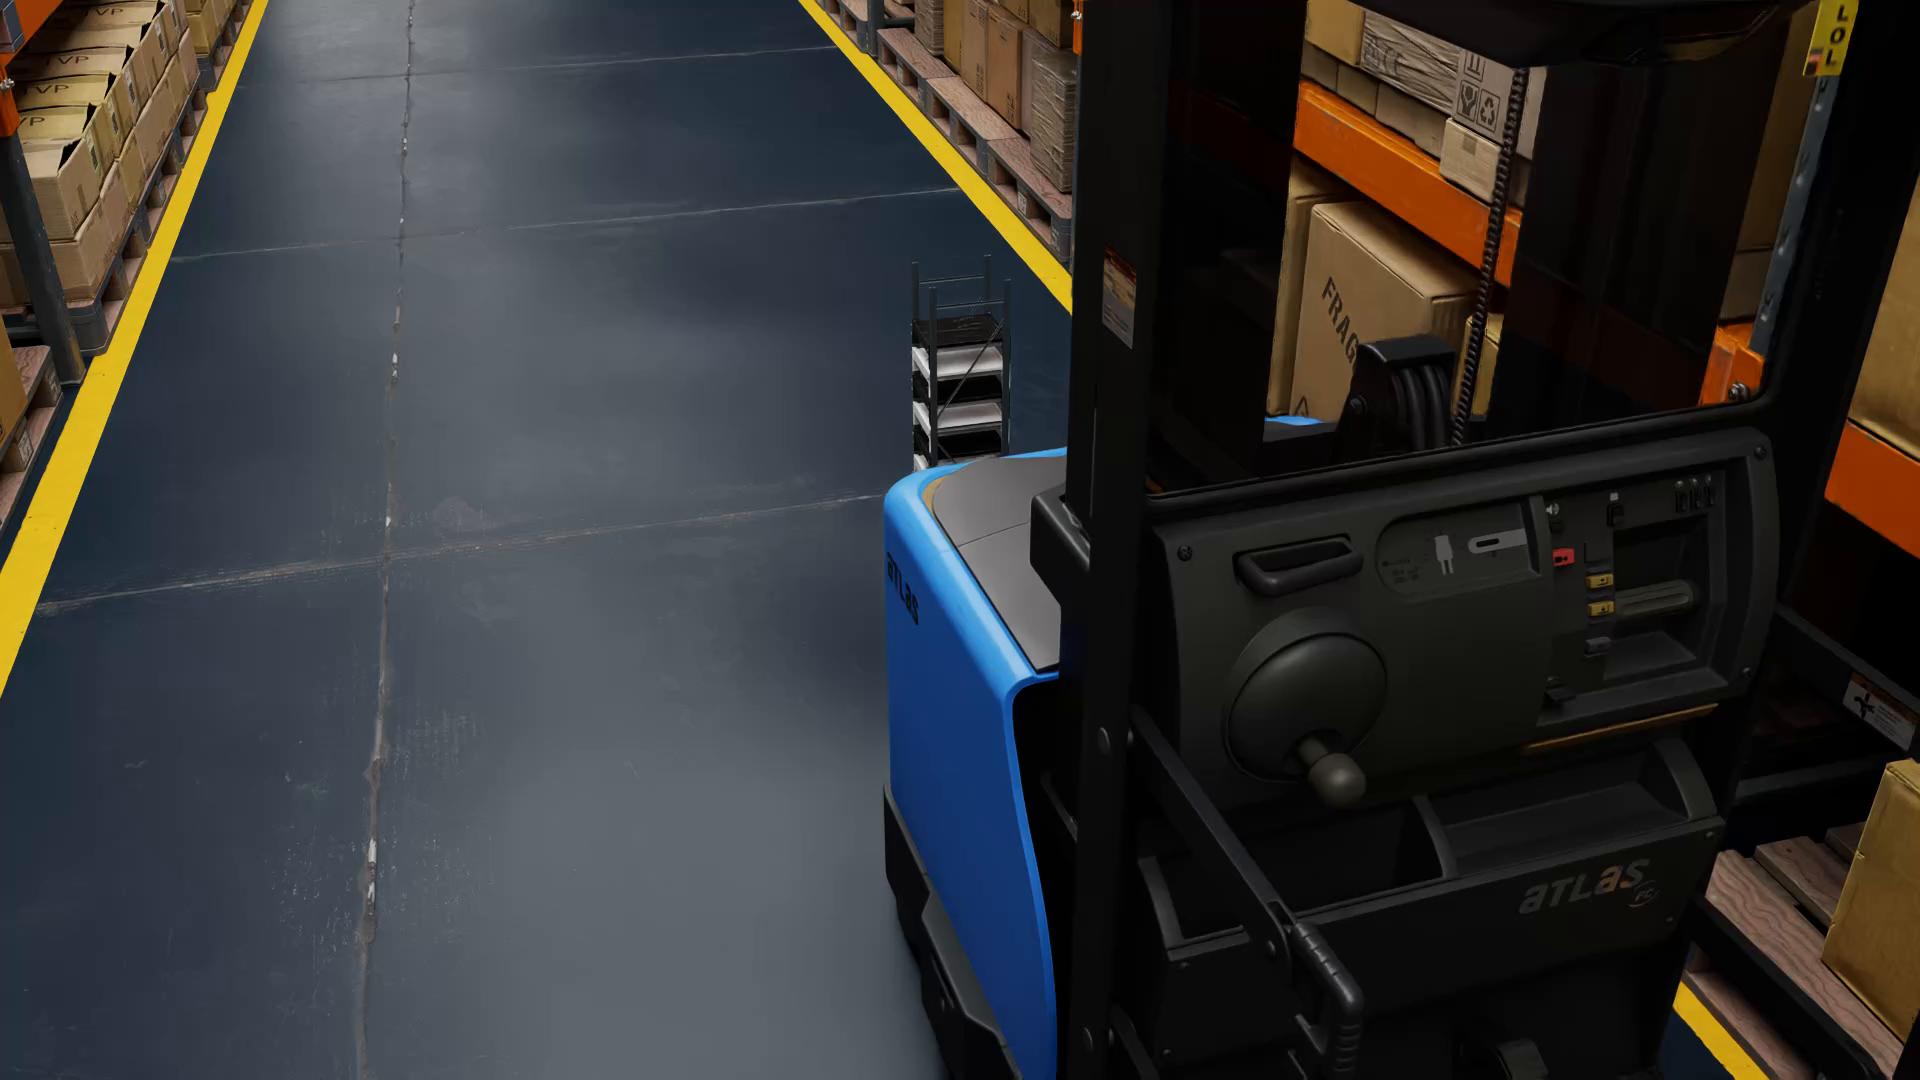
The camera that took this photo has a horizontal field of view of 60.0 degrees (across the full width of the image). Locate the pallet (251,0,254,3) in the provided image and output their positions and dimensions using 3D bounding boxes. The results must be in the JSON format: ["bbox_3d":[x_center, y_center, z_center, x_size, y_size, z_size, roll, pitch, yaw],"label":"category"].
[{"bbox_3d":[-5.680,-4.133,12.180,1.003,0.211,1.213,-8,31,-13],"label":"pallet"}]

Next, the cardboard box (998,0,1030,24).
[{"bbox_3d":[0.501,-2.805,8.410,0.500,0.250,0.500,-8,31,-14],"label":"cardboard box"}]

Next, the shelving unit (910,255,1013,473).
[{"bbox_3d":[0.002,-0.386,5.018,0.258,0.900,0.210,-8,31,-13],"label":"shelving unit"}]

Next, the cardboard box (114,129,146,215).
[{"bbox_3d":[-3.934,-1.616,7.374,0.500,0.250,0.500,-9,31,-15],"label":"cardboard box"}]

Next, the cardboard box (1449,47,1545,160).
[{"bbox_3d":[1.526,-1.183,3.883,0.500,0.500,0.500,-8,31,-13],"label":"cardboard box"}]

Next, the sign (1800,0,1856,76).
[{"bbox_3d":[1.516,-0.958,2.834,0.100,0.325,0.005,-8,31,-13],"label":"sign"}]

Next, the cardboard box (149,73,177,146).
[{"bbox_3d":[-4.203,-2.110,8.227,0.500,0.250,0.500,-7,31,-12],"label":"cardboard box"}]

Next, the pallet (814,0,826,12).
[{"bbox_3d":[-0.626,-4.135,12.184,1.003,0.211,1.213,-8,31,-13],"label":"pallet"}]

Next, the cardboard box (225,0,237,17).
[{"bbox_3d":[-4.948,-3.512,10.649,0.500,0.250,0.500,-8,31,-13],"label":"cardboard box"}]

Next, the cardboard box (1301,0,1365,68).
[{"bbox_3d":[1.264,-1.668,4.720,0.500,0.500,0.500,-7,31,-12],"label":"cardboard box"}]

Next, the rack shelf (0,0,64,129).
[{"bbox_3d":[-4.331,-2.494,7.283,1.077,0.370,4.000,-8,31,-13],"label":"rack shelf"}]

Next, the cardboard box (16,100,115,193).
[{"bbox_3d":[-3.803,-1.619,6.818,0.500,0.311,0.500,-9,31,-15],"label":"cardboard box"}]

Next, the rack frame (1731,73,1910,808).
[{"bbox_3d":[2.037,-0.568,3.237,1.000,3.000,0.127,-8,31,-13],"label":"rack frame"}]

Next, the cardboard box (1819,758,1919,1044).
[{"bbox_3d":[2.136,0.707,3.111,0.700,0.500,0.500,-7,31,-13],"label":"cardboard box"}]

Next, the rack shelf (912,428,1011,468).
[{"bbox_3d":[0.002,-0.279,5.080,0.258,0.077,0.200,-8,31,-13],"label":"rack shelf"}]

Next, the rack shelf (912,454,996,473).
[{"bbox_3d":[0.002,-0.201,5.125,0.258,0.077,0.200,-8,31,-13],"label":"rack shelf"}]

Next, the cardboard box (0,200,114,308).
[{"bbox_3d":[-3.656,-1.123,6.522,0.500,0.250,0.500,-8,31,-13],"label":"cardboard box"}]

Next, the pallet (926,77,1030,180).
[{"bbox_3d":[0.449,-2.259,8.942,1.003,0.211,1.213,-8,31,-13],"label":"pallet"}]

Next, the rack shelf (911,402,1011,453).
[{"bbox_3d":[0.002,-0.357,5.034,0.258,0.077,0.200,-8,31,-13],"label":"rack shelf"}]

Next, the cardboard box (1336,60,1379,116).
[{"bbox_3d":[1.320,-1.343,4.807,0.380,0.149,0.250,-7,31,-12],"label":"cardboard box"}]

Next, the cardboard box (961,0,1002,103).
[{"bbox_3d":[0.407,-2.693,8.964,0.700,0.500,0.500,-8,31,-13],"label":"cardboard box"}]

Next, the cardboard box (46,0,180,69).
[{"bbox_3d":[-4.334,-2.598,8.510,0.500,0.311,0.500,-7,31,-12],"label":"cardboard box"}]

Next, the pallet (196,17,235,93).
[{"bbox_3d":[-5.032,-2.954,10.143,1.003,0.211,1.213,-8,31,-13],"label":"pallet"}]

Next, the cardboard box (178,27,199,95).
[{"bbox_3d":[-4.472,-2.602,9.076,0.500,0.250,0.500,-8,31,-14],"label":"cardboard box"}]

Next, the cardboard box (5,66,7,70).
[{"bbox_3d":[-4.583,-2.031,7.530,0.500,0.311,0.500,-7,31,-12],"label":"cardboard box"}]

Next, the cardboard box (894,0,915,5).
[{"bbox_3d":[-0.258,-3.651,10.952,0.380,0.166,0.250,-12,32,-20],"label":"cardboard box"}]

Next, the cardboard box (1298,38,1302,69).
[{"bbox_3d":[1.207,-1.593,5.238,0.380,0.149,0.250,-7,31,-13],"label":"cardboard box"}]

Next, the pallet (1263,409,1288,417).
[{"bbox_3d":[1.432,-0.314,5.582,1.003,0.211,1.213,-8,31,-13],"label":"pallet"}]

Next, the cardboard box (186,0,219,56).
[{"bbox_3d":[-4.693,-3.028,9.812,0.500,0.250,0.500,-8,31,-13],"label":"cardboard box"}]

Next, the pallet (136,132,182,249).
[{"bbox_3d":[-4.301,-1.624,7.845,1.003,0.211,1.213,-8,31,-13],"label":"pallet"}]

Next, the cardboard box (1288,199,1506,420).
[{"bbox_3d":[1.500,-0.545,4.924,0.750,0.750,0.750,-7,31,-12],"label":"cardboard box"}]

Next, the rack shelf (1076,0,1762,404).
[{"bbox_3d":[1.506,-1.223,5.086,1.077,0.370,4.000,-8,31,-13],"label":"rack shelf"}]

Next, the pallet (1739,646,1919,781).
[{"bbox_3d":[1.759,0.276,4.562,1.003,0.211,1.213,-8,31,-13],"label":"pallet"}]

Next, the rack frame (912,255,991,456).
[{"bbox_3d":[-0.025,-0.435,5.103,0.240,0.900,0.006,-8,31,-13],"label":"rack frame"}]

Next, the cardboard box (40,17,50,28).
[{"bbox_3d":[-4.864,-2.531,8.394,0.500,0.311,0.500,-8,31,-14],"label":"cardboard box"}]

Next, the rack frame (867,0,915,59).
[{"bbox_3d":[-0.087,-4.432,9.913,1.000,3.000,0.127,-8,31,-13],"label":"rack frame"}]

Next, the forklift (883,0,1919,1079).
[{"bbox_3d":[0.776,0.150,2.065,1.130,2.935,3.031,-9,31,-16],"label":"forklift"}]

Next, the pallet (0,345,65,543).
[{"bbox_3d":[-3.638,-0.267,5.501,1.003,0.211,1.213,-8,31,-13],"label":"pallet"}]

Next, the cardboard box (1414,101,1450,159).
[{"bbox_3d":[1.431,-1.090,4.370,0.380,0.149,0.250,-8,31,-13],"label":"cardboard box"}]

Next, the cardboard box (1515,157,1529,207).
[{"bbox_3d":[1.559,-0.844,3.944,0.380,0.149,0.250,-7,31,-12],"label":"cardboard box"}]

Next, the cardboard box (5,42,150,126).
[{"bbox_3d":[-4.074,-2.114,7.673,0.500,0.311,0.500,-8,31,-14],"label":"cardboard box"}]

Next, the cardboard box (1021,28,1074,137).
[{"bbox_3d":[0.709,-2.214,8.136,0.700,0.500,0.500,-8,31,-13],"label":"cardboard box"}]

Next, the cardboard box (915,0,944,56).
[{"bbox_3d":[0.125,-3.187,9.818,0.700,0.500,0.500,-7,31,-12],"label":"cardboard box"}]

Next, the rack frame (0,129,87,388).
[{"bbox_3d":[-3.800,-1.840,5.434,1.000,3.000,0.127,-8,31,-13],"label":"rack frame"}]
